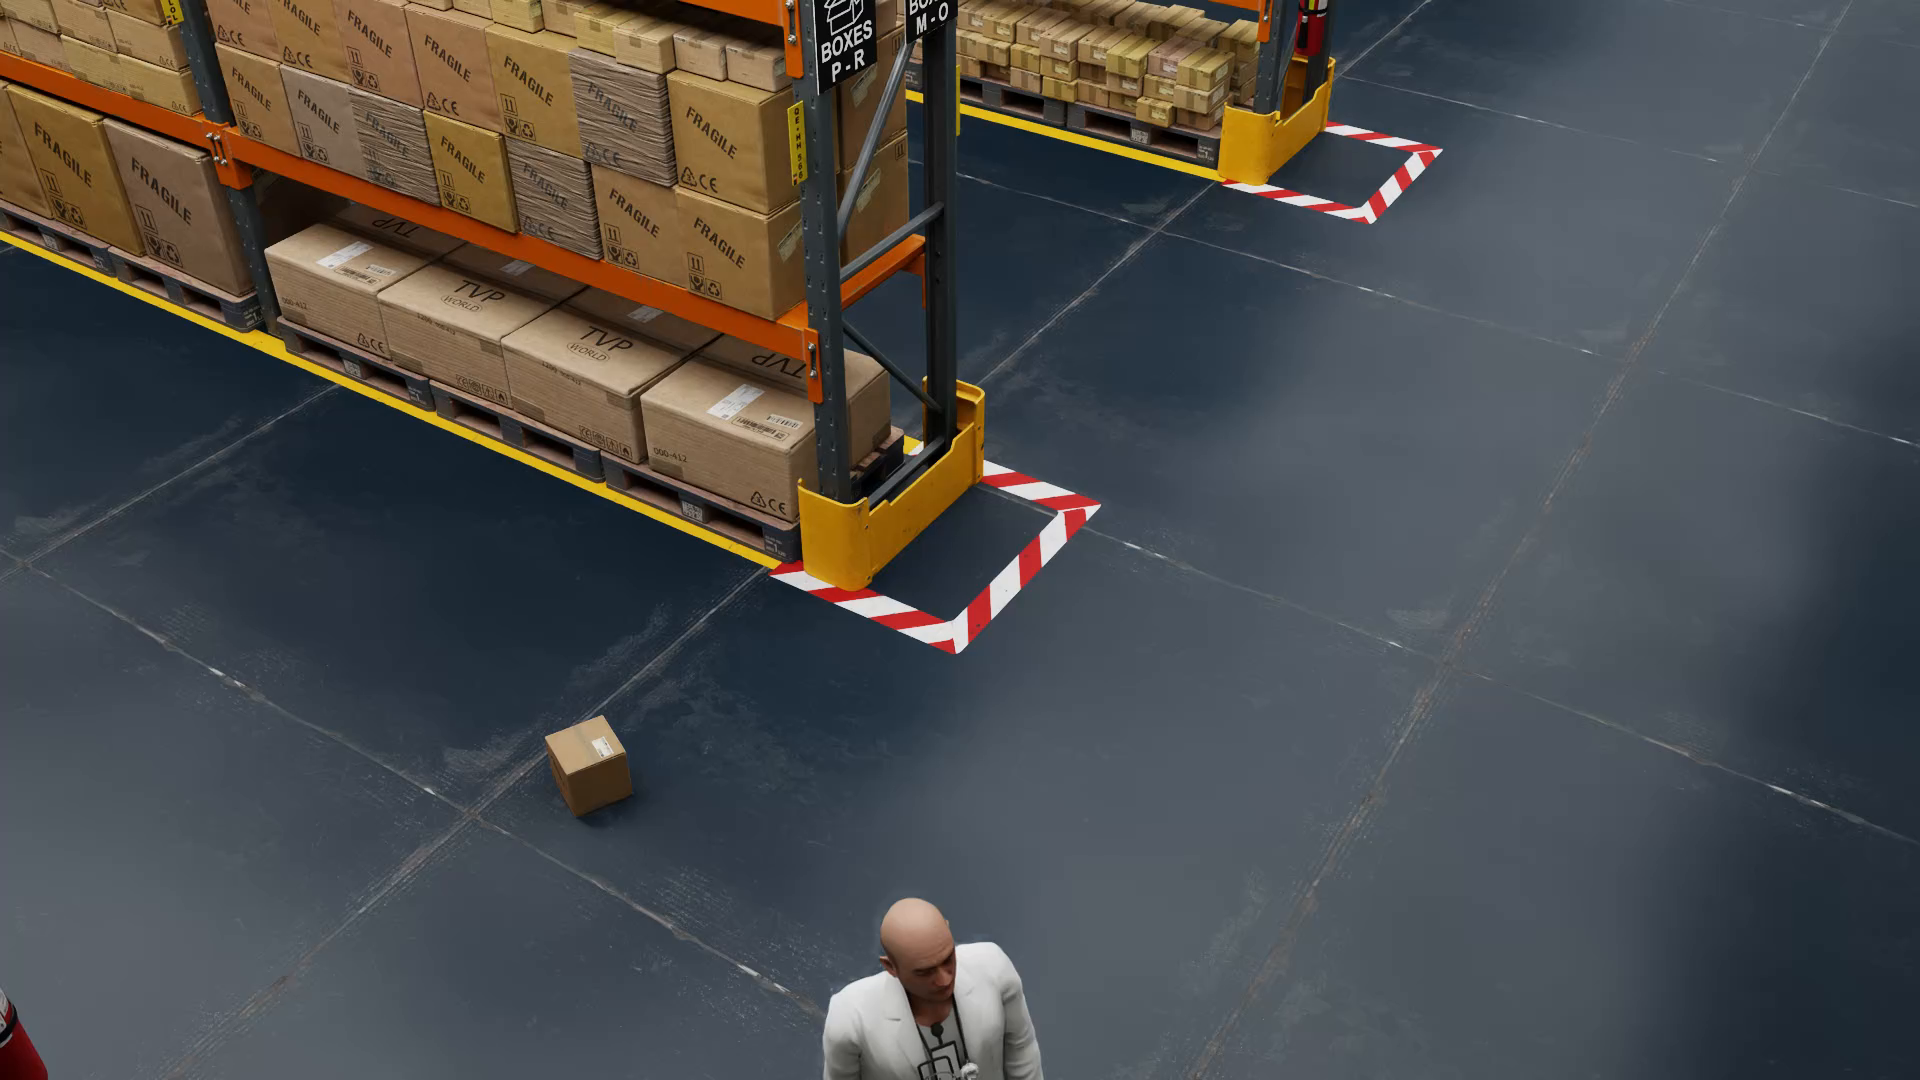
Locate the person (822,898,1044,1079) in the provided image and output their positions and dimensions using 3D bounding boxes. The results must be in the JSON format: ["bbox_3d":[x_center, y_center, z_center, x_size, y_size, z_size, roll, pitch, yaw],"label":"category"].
[{"bbox_3d":[-0.071,1.599,4.627,0.604,1.746,0.959,-17,41,-21],"label":"person"}]
